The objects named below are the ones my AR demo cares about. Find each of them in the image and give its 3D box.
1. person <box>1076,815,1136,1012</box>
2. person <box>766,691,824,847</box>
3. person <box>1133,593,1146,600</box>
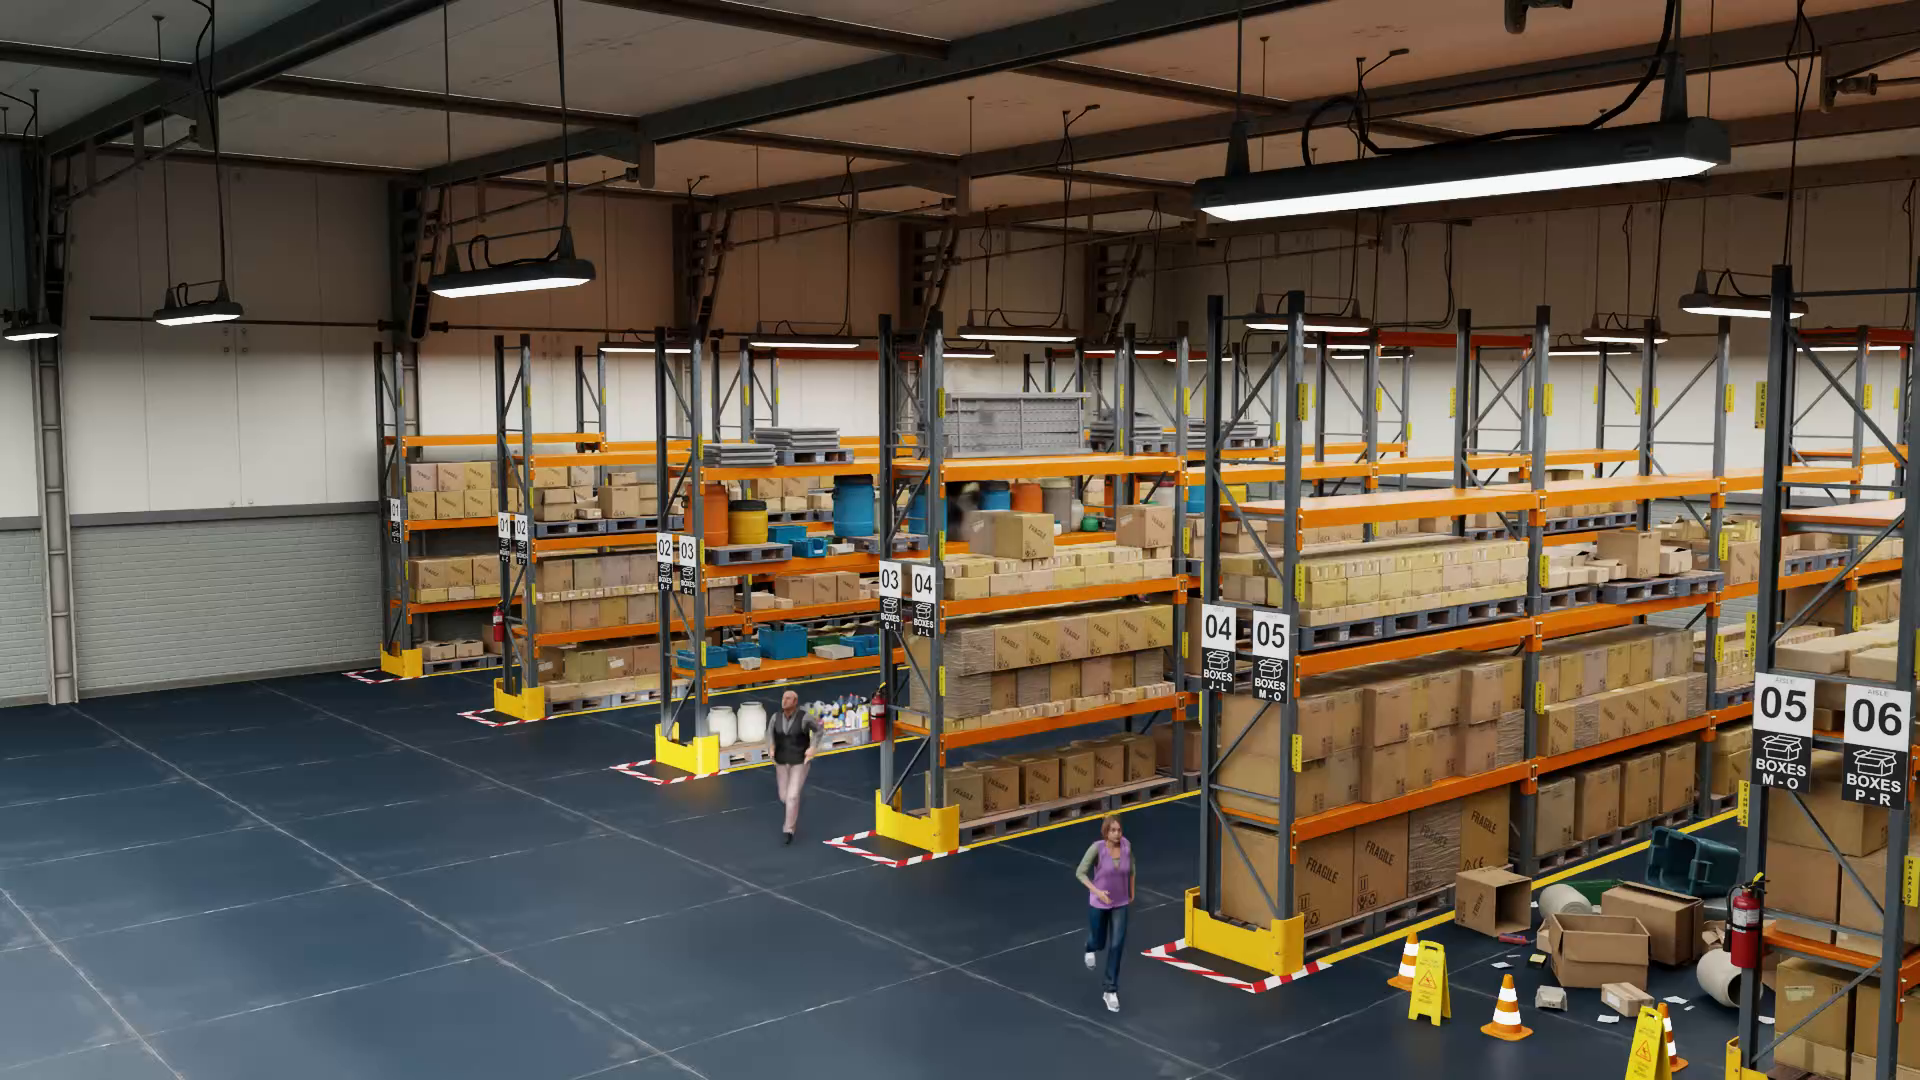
[{"bbox_3d":[1.249,3.096,14.145,0.568,1.575,0.877,-1,5,-14],"label":"person"},{"bbox_3d":[-1.910,2.579,19.167,0.670,1.722,0.899,2,5,16],"label":"person"},{"bbox_3d":[3.581,1.372,32.541,0.562,1.729,0.762,4,6,36],"label":"person"}]
